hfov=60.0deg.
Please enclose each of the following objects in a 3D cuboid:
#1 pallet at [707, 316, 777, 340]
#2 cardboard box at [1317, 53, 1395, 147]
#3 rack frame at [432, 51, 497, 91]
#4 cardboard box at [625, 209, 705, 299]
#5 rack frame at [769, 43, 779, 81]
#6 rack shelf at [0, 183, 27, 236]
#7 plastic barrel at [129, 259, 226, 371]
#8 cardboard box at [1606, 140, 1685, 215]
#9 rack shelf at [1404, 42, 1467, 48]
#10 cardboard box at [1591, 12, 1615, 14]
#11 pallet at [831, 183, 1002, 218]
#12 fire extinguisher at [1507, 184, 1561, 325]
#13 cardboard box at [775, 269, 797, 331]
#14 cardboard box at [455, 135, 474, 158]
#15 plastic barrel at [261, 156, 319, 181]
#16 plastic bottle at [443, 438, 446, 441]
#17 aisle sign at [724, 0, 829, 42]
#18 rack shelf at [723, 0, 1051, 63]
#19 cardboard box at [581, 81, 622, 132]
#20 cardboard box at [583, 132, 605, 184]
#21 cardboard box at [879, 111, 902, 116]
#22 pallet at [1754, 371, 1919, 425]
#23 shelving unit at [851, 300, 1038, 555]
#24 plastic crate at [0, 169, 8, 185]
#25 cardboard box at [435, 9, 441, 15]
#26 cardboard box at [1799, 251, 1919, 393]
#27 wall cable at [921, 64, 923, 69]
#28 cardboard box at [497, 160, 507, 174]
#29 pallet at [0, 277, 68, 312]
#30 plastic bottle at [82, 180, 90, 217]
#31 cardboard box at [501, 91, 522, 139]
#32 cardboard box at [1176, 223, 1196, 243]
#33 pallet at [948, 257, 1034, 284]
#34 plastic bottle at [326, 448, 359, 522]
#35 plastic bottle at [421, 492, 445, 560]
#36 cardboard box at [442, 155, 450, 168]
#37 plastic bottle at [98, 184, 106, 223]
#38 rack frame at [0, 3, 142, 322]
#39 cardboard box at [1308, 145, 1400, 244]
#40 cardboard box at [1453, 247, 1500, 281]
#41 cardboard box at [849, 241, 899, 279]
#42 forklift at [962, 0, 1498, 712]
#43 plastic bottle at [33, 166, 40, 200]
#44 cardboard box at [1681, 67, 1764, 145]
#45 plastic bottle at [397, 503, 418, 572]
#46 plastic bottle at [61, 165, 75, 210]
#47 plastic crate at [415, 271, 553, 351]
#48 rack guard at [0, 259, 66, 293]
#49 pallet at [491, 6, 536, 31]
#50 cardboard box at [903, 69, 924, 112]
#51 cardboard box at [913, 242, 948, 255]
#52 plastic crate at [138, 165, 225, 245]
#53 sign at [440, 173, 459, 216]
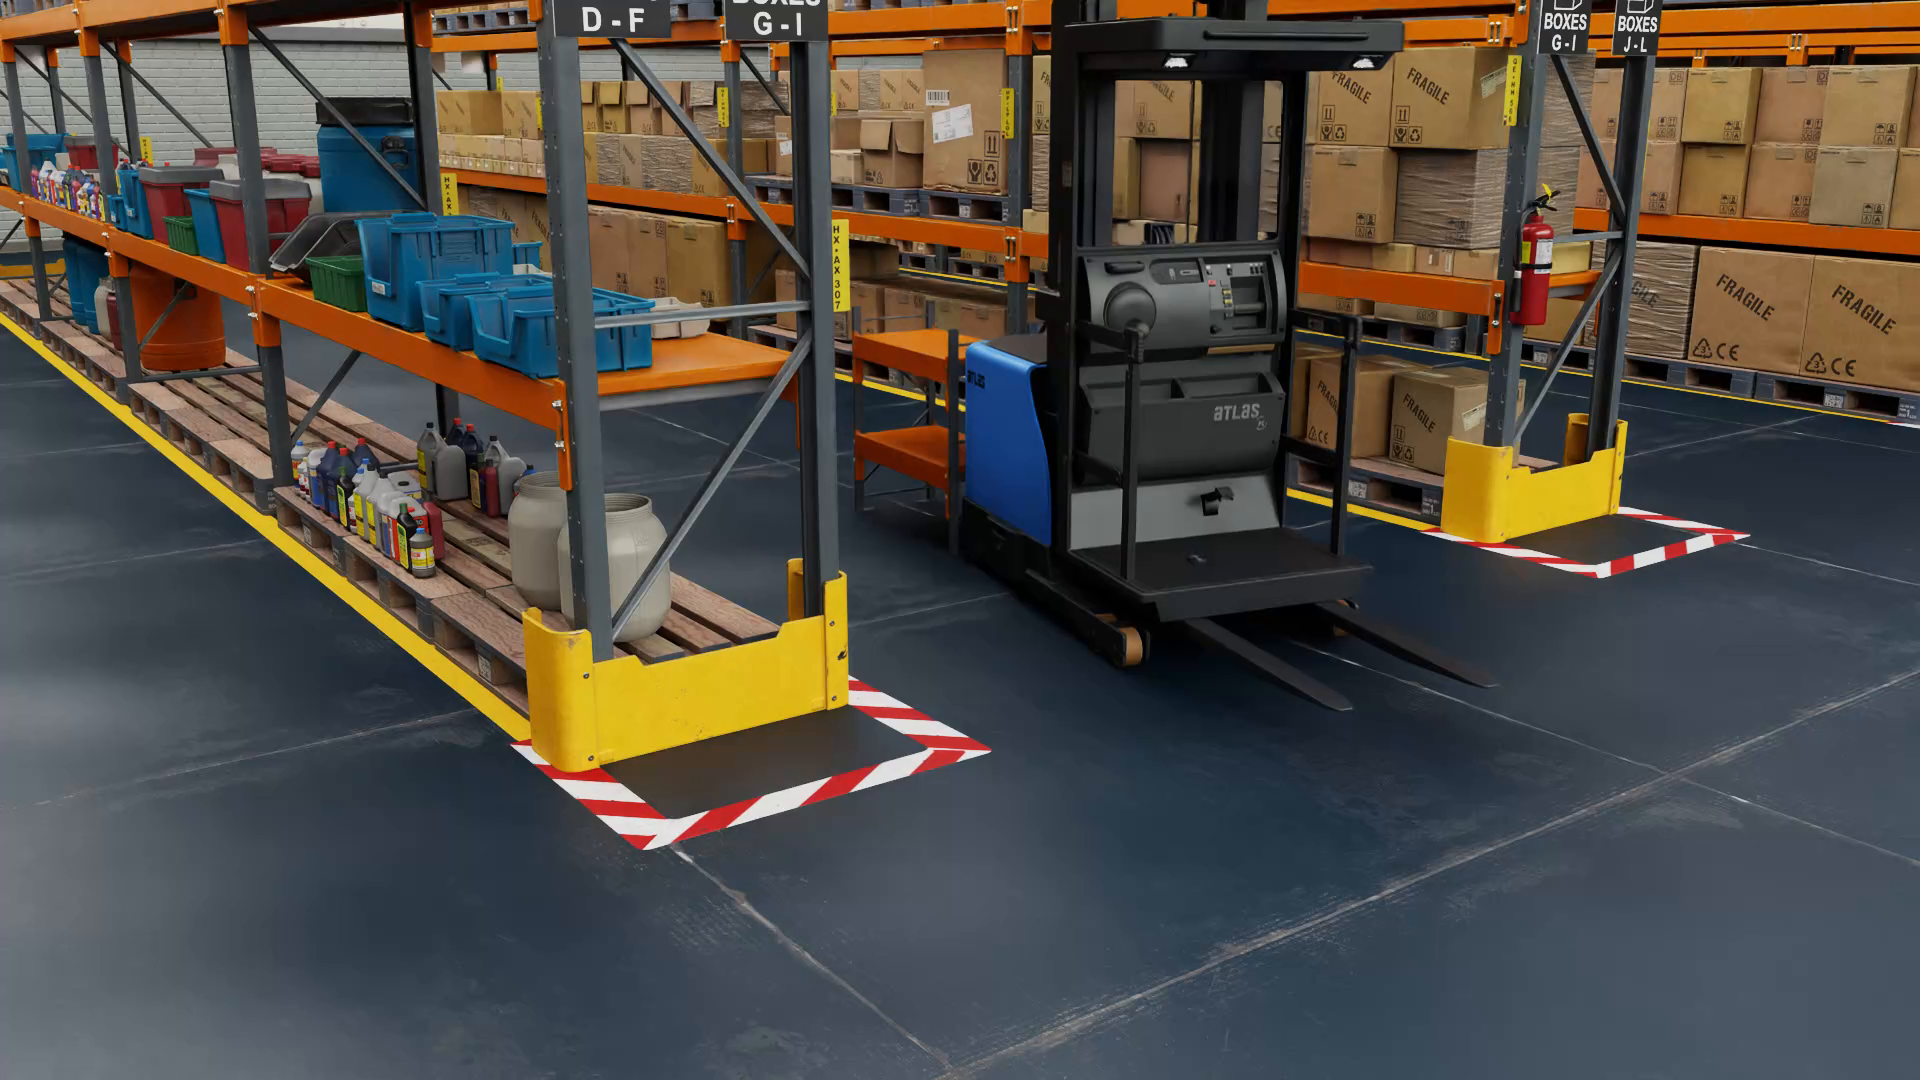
[{"bbox_3d":[-1.988,-2.077,15.763,1.003,0.211,1.213,-11,19,-35],"label":"pallet"},{"bbox_3d":[2.297,-2.392,8.987,0.500,0.500,0.500,-11,19,-35],"label":"cardboard box"},{"bbox_3d":[-6.289,-4.950,20.979,1.000,3.000,0.127,-11,19,-35],"label":"rack frame"},{"bbox_3d":[-2.492,-2.761,16.213,1.225,0.875,0.875,-11,19,-34],"label":"cardboard box"},{"bbox_3d":[-2.218,-5.698,23.713,1.000,3.000,0.127,-11,19,-35],"label":"rack frame"},{"bbox_3d":[-9.119,-3.407,16.705,1.077,0.370,4.000,-11,19,-35],"label":"rack shelf"},{"bbox_3d":[-5.893,-1.730,12.532,0.600,0.830,0.708,-11,19,-35],"label":"plastic barrel"},{"bbox_3d":[5.629,-2.884,13.146,0.875,0.550,0.550,-11,19,-35],"label":"cardboard box"},{"bbox_3d":[5.255,-6.307,21.617,1.077,0.370,4.000,-11,19,-35],"label":"rack shelf"},{"bbox_3d":[7.351,-5.955,18.774,0.797,0.503,0.637,-11,19,-35],"label":"cardboard box"},{"bbox_3d":[-0.388,-2.733,13.242,1.003,0.211,1.213,-11,19,-35],"label":"pallet"},{"bbox_3d":[2.813,-1.400,8.156,0.296,0.674,0.183,-11,19,-35],"label":"fire extinguisher"},{"bbox_3d":[-1.175,-2.108,14.498,0.700,0.500,0.500,-12,19,-37],"label":"cardboard box"},{"bbox_3d":[-5.622,-4.659,19.636,0.500,0.250,0.500,-12,19,-36],"label":"cardboard box"},{"bbox_3d":[-4.056,-2.079,10.233,0.433,0.535,0.433,0,15,0],"label":"plastic barrel"},{"bbox_3d":[-2.774,-0.452,9.013,0.097,0.201,0.097,0,15,0],"label":"plastic bottle"},{"bbox_3d":[-0.609,-2.048,5.454,0.394,0.787,0.004,-11,19,-35],"label":"aisle sign"},{"bbox_3d":[-0.409,-3.914,12.876,1.077,0.370,4.000,-11,19,-35],"label":"rack shelf"},{"bbox_3d":[-3.555,-4.493,17.219,0.797,0.503,0.637,-11,19,-36],"label":"cardboard box"},{"bbox_3d":[-3.573,-3.900,16.953,0.500,0.500,0.500,-11,19,-34],"label":"cardboard box"},{"bbox_3d":[-0.683,-5.206,21.163,0.500,0.500,0.500,-11,19,-36],"label":"cardboard box"},{"bbox_3d":[6.657,-1.095,12.178,1.003,0.211,1.213,-11,19,-35],"label":"pallet"},{"bbox_3d":[-0.098,-0.621,8.716,0.538,1.125,1.048,-9,18,-30],"label":"shelving unit"},{"bbox_3d":[-9.210,-3.554,16.264,0.293,0.136,0.466,-11,19,-35],"label":"plastic crate"},{"bbox_3d":[-5.940,-6.593,20.126,0.700,0.500,0.500,-12,20,-38],"label":"cardboard box"},{"bbox_3d":[6.738,-1.594,11.947,0.875,0.875,0.875,-11,19,-34],"label":"cardboard box"},{"bbox_3d":[-0.467,-8.401,31.664,0.588,1.984,0.122,-11,19,-35],"label":"wall cable"},{"bbox_3d":[-4.987,-4.208,18.746,0.380,0.149,0.250,-10,18,-34],"label":"cardboard box"},{"bbox_3d":[-9.842,-2.654,17.873,1.003,0.211,1.213,-11,19,-35],"label":"pallet"},{"bbox_3d":[-6.592,-2.591,12.603,0.097,0.271,0.097,0,15,0],"label":"plastic bottle"},{"bbox_3d":[-4.715,-4.693,18.340,0.500,0.500,0.500,-11,19,-34],"label":"cardboard box"},{"bbox_3d":[1.543,-1.855,10.149,0.380,0.149,0.250,-11,19,-35],"label":"cardboard box"},{"bbox_3d":[0.593,-3.333,20.354,1.003,0.211,1.213,-11,19,-35],"label":"pallet"},{"bbox_3d":[-2.990,-0.276,8.087,0.144,0.351,0.185,-12,19,-37],"label":"plastic bottle"},{"bbox_3d":[-2.362,-0.065,7.445,0.061,0.283,0.133,-11,19,-35],"label":"plastic bottle"},{"bbox_3d":[-6.044,-4.592,20.149,0.380,0.149,0.250,-11,19,-36],"label":"cardboard box"},{"bbox_3d":[-6.175,-2.437,12.018,0.061,0.283,0.133,-11,19,-35],"label":"plastic bottle"},{"bbox_3d":[-7.943,-3.327,15.049,1.000,3.000,0.127,-11,19,-35],"label":"rack frame"},{"bbox_3d":[2.426,-1.935,9.210,0.875,0.500,0.500,-11,19,-35],"label":"cardboard box"},{"bbox_3d":[2.784,-1.441,8.634,0.380,0.149,0.250,-11,19,-35],"label":"cardboard box"},{"bbox_3d":[-0.847,-2.360,13.997,0.500,0.250,0.500,-8,17,-28],"label":"cardboard box"},{"bbox_3d":[1.028,-1.025,6.770,1.130,2.935,3.031,-6,16,-21],"label":"forklift"},{"bbox_3d":[-7.995,-3.098,14.433,0.061,0.283,0.133,-11,19,-35],"label":"plastic bottle"},{"bbox_3d":[5.969,-3.297,12.610,0.875,0.550,0.500,-11,19,-35],"label":"cardboard box"},{"bbox_3d":[-2.406,-0.013,7.253,0.061,0.283,0.133,-10,18,-33],"label":"plastic bottle"},{"bbox_3d":[-7.094,-2.822,13.297,0.144,0.351,0.185,-11,19,-35],"label":"plastic bottle"},{"bbox_3d":[-1.801,-0.893,6.437,0.499,0.251,0.408,-11,19,-35],"label":"plastic crate"},{"bbox_3d":[-10.320,-2.978,18.511,1.175,0.500,0.348,-11,19,-35],"label":"rack guard"},{"bbox_3d":[-4.410,-5.676,18.118,1.003,0.211,1.213,-11,19,-35],"label":"pallet"},{"bbox_3d":[-0.361,-5.576,20.621,0.500,0.500,0.500,-12,19,-36],"label":"cardboard box"},{"bbox_3d":[-0.372,-3.702,21.026,0.380,0.149,0.250,-11,19,-34],"label":"cardboard box"},{"bbox_3d":[-4.889,-2.111,10.486,0.402,0.464,0.583,-11,19,-35],"label":"plastic crate"},{"bbox_3d":[-2.788,-1.835,9.075,0.100,0.325,0.005,-11,19,-35],"label":"sign"}]
